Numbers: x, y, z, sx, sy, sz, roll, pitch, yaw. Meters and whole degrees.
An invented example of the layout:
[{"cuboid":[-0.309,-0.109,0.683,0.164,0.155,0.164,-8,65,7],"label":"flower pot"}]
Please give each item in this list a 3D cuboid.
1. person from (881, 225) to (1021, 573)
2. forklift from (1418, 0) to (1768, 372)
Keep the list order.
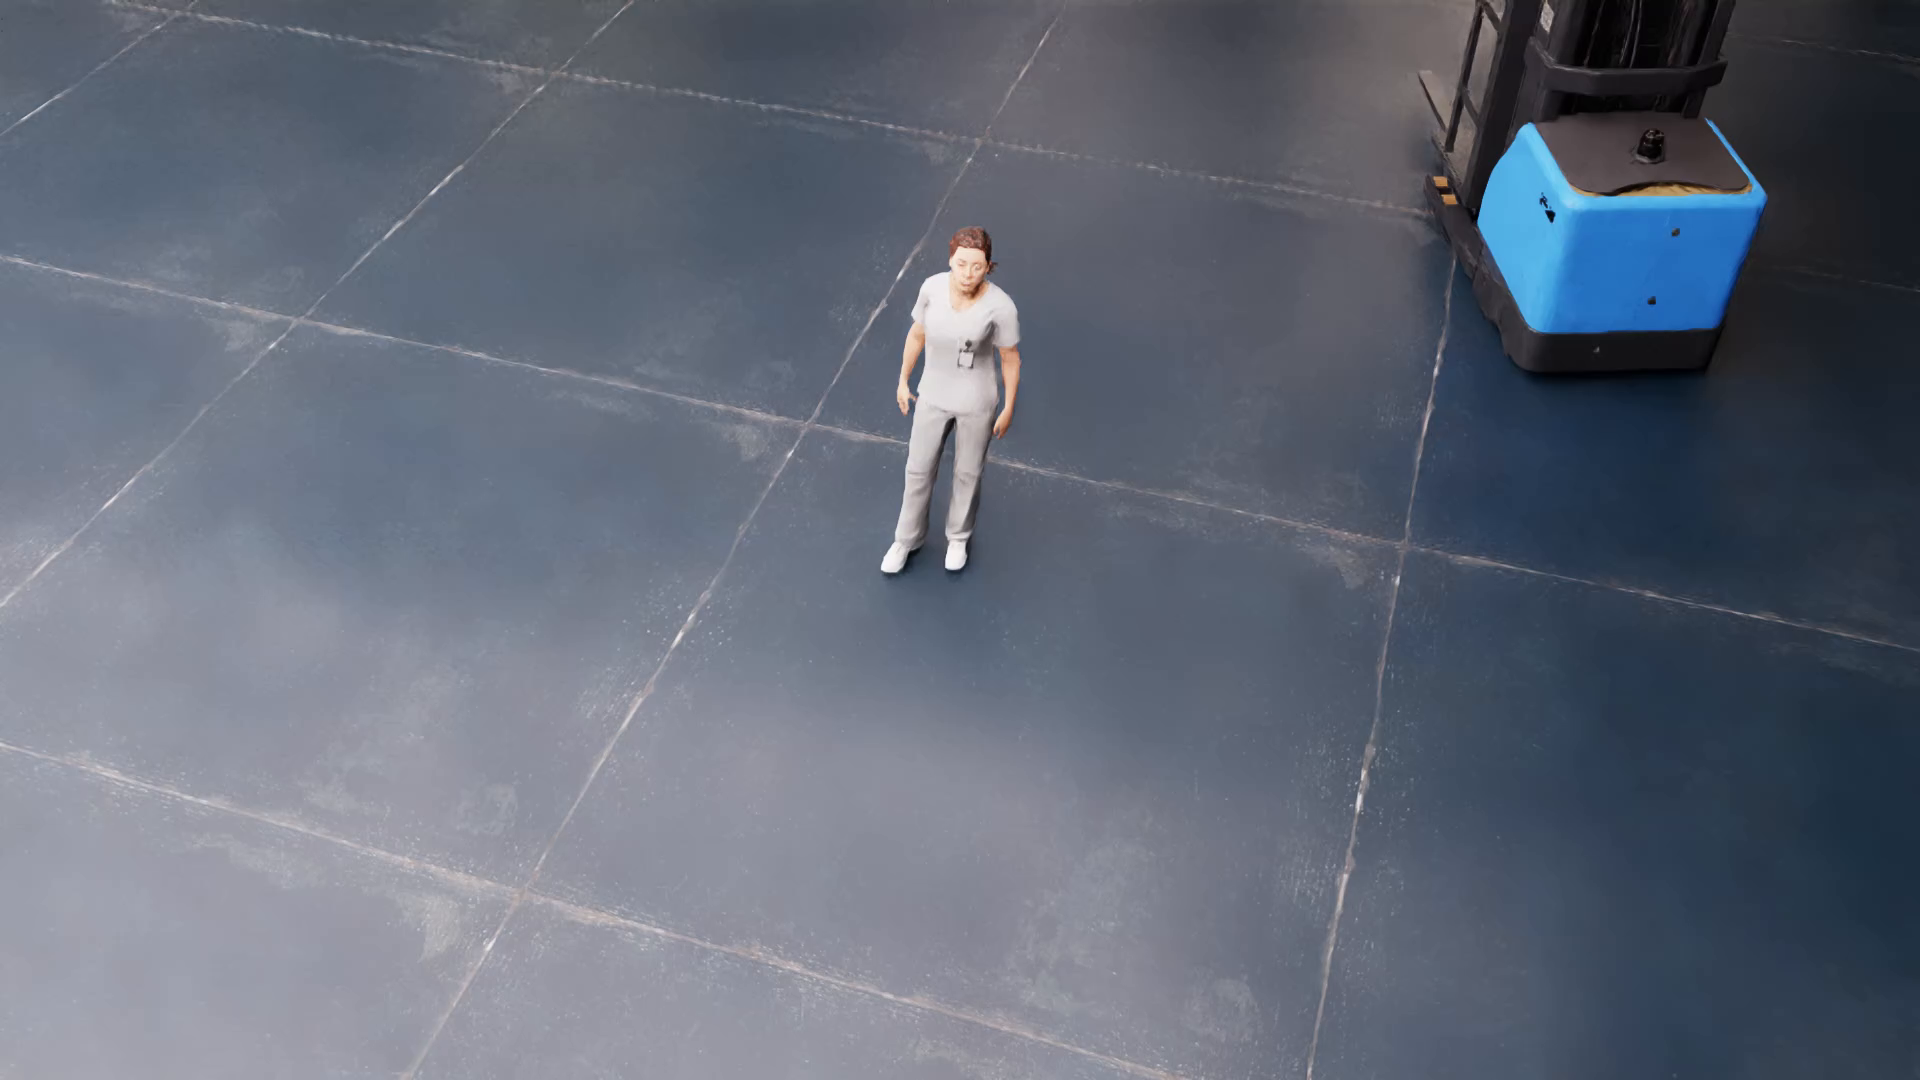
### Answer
[{"cuboid":[-0.035,-0.563,7.226,0.550,1.646,0.548,12,44,13],"label":"person"},{"cuboid":[3.378,-2.940,8.849,1.130,2.935,3.031,-2,43,-2],"label":"forklift"}]
